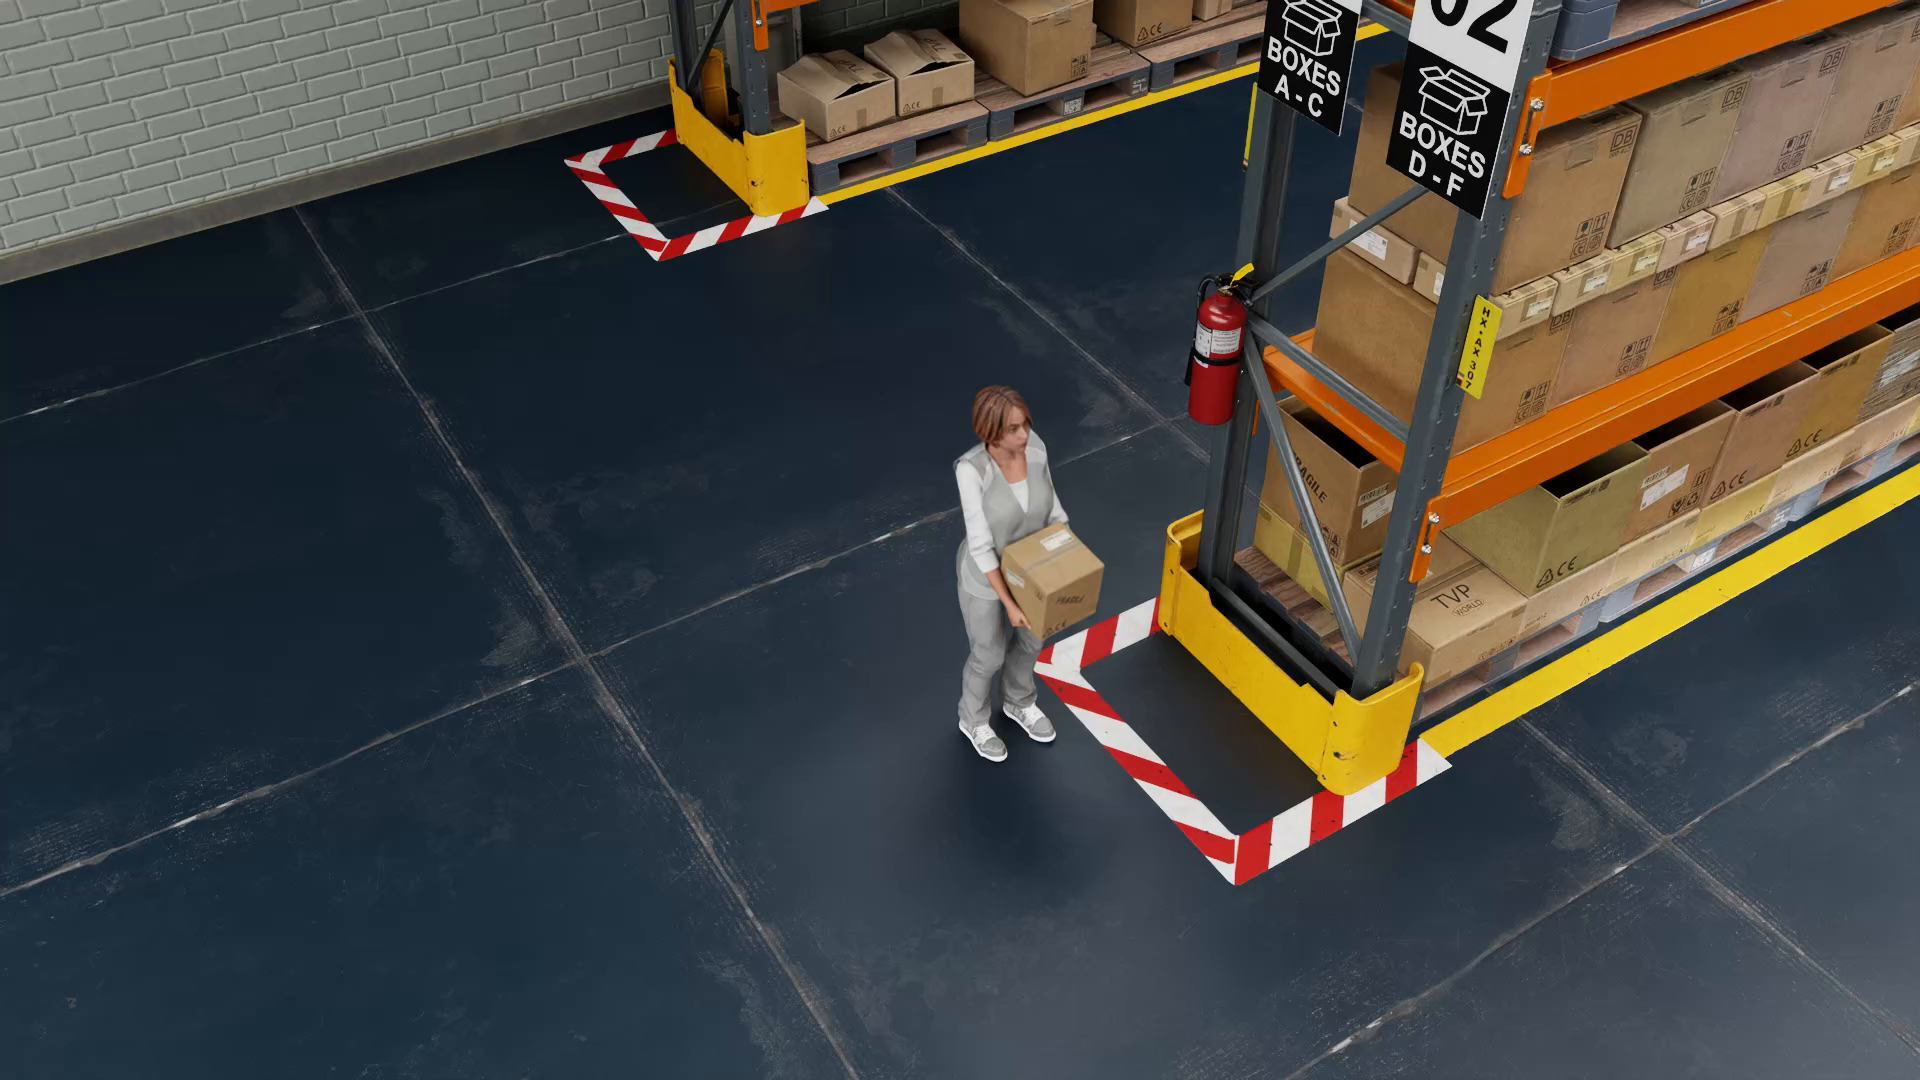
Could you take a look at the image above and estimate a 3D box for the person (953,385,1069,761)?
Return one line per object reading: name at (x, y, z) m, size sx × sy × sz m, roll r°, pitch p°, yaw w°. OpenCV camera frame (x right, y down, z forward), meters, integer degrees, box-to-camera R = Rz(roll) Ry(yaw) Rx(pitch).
person at (0.211, 0.174, 5.972) m, size 0.404 × 1.590 × 0.497 m, roll -25°, pitch 47°, yaw -26°
